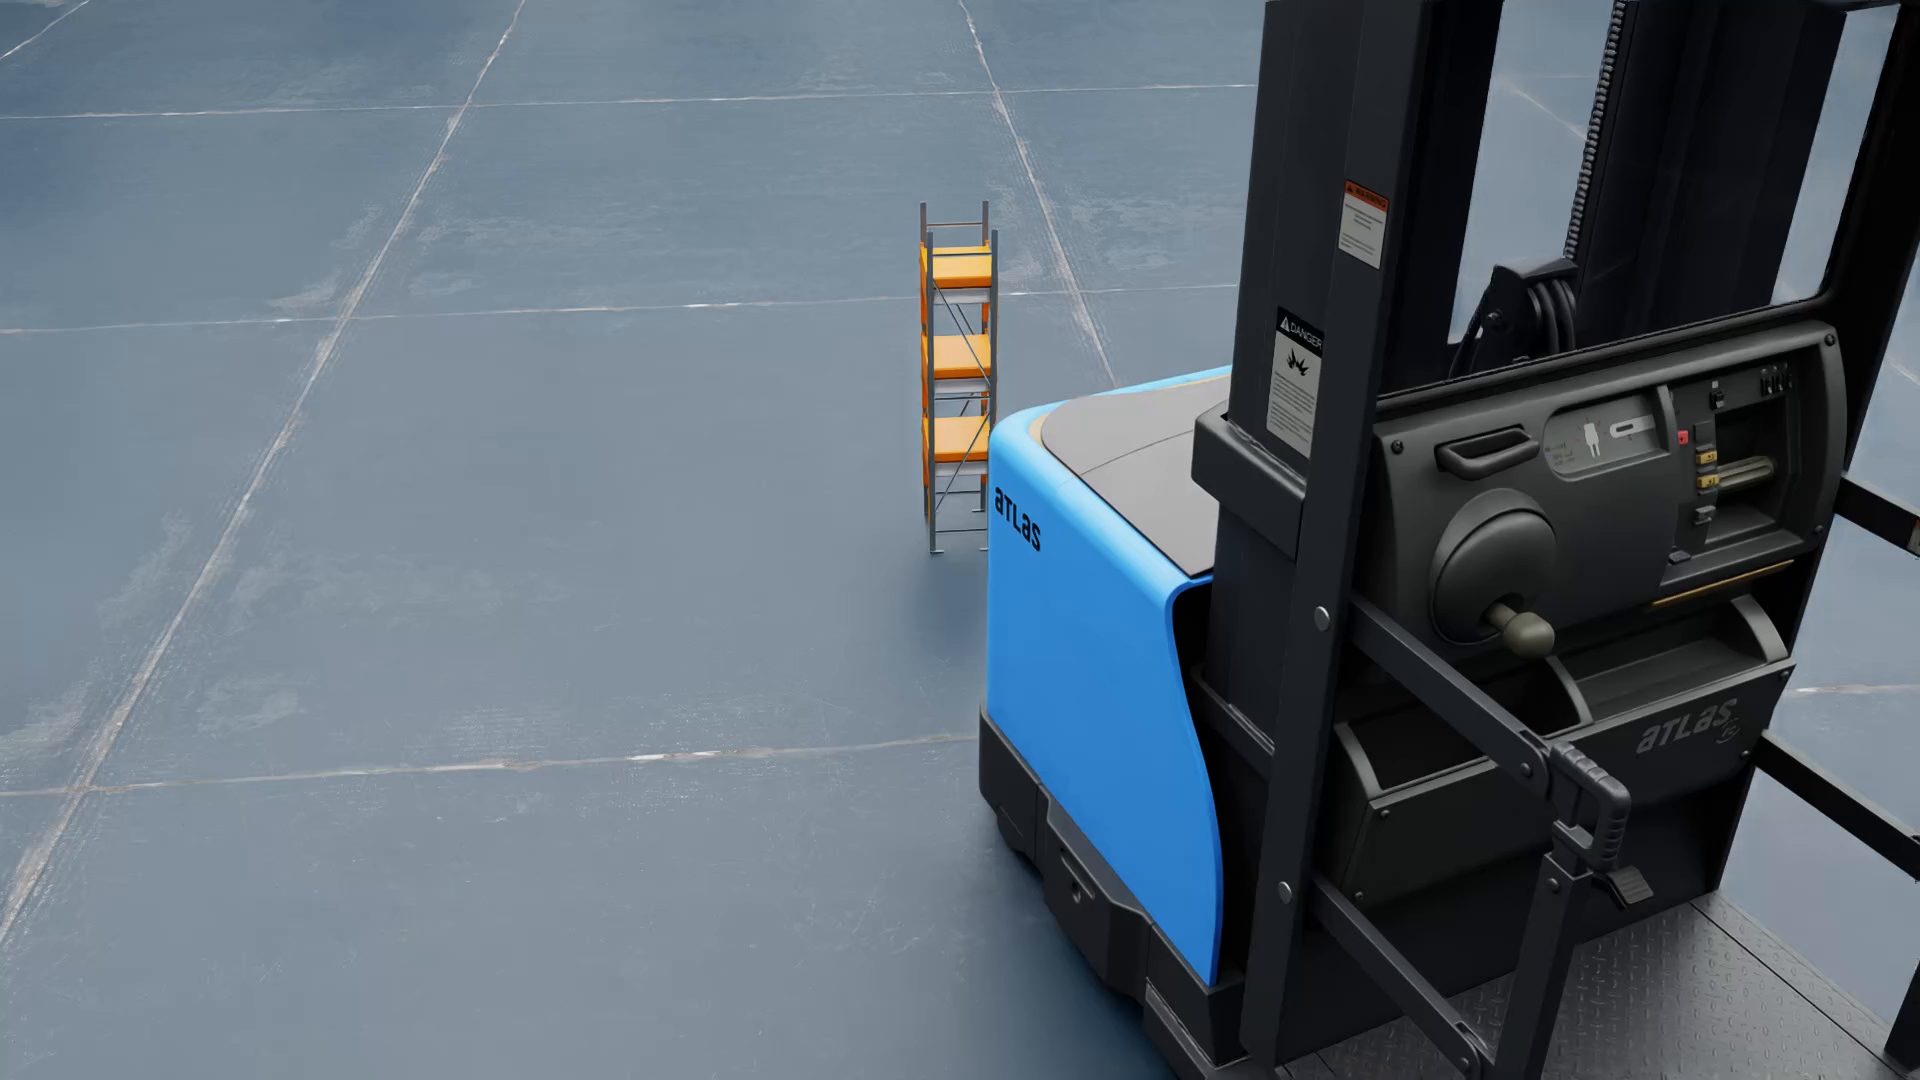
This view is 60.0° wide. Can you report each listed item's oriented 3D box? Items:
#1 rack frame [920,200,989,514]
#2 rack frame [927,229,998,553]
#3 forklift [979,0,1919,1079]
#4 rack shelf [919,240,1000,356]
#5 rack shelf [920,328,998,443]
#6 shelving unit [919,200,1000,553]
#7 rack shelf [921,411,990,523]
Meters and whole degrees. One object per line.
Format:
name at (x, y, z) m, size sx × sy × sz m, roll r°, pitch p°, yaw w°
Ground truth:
rack frame at (-0.016, -0.540, 5.131) m, size 0.200 × 1.050 × 0.008 m, roll -3°, pitch 31°, yaw -5°
rack frame at (0.006, -0.416, 4.922) m, size 0.200 × 1.050 × 0.008 m, roll -3°, pitch 31°, yaw -5°
forklift at (1.135, -0.032, 2.445) m, size 1.130 × 2.935 × 3.031 m, roll -14°, pitch 33°, yaw -22°
rack shelf at (-0.005, -0.713, 4.886) m, size 0.215 × 0.259 × 0.240 m, roll -3°, pitch 31°, yaw -5°
rack shelf at (-0.005, -0.469, 5.032) m, size 0.215 × 0.259 × 0.240 m, roll -3°, pitch 31°, yaw -5°
shelving unit at (-0.005, -0.478, 5.027) m, size 0.215 × 1.050 × 0.252 m, roll -3°, pitch 31°, yaw -5°
rack shelf at (-0.005, -0.230, 5.174) m, size 0.215 × 0.259 × 0.240 m, roll -3°, pitch 31°, yaw -5°
